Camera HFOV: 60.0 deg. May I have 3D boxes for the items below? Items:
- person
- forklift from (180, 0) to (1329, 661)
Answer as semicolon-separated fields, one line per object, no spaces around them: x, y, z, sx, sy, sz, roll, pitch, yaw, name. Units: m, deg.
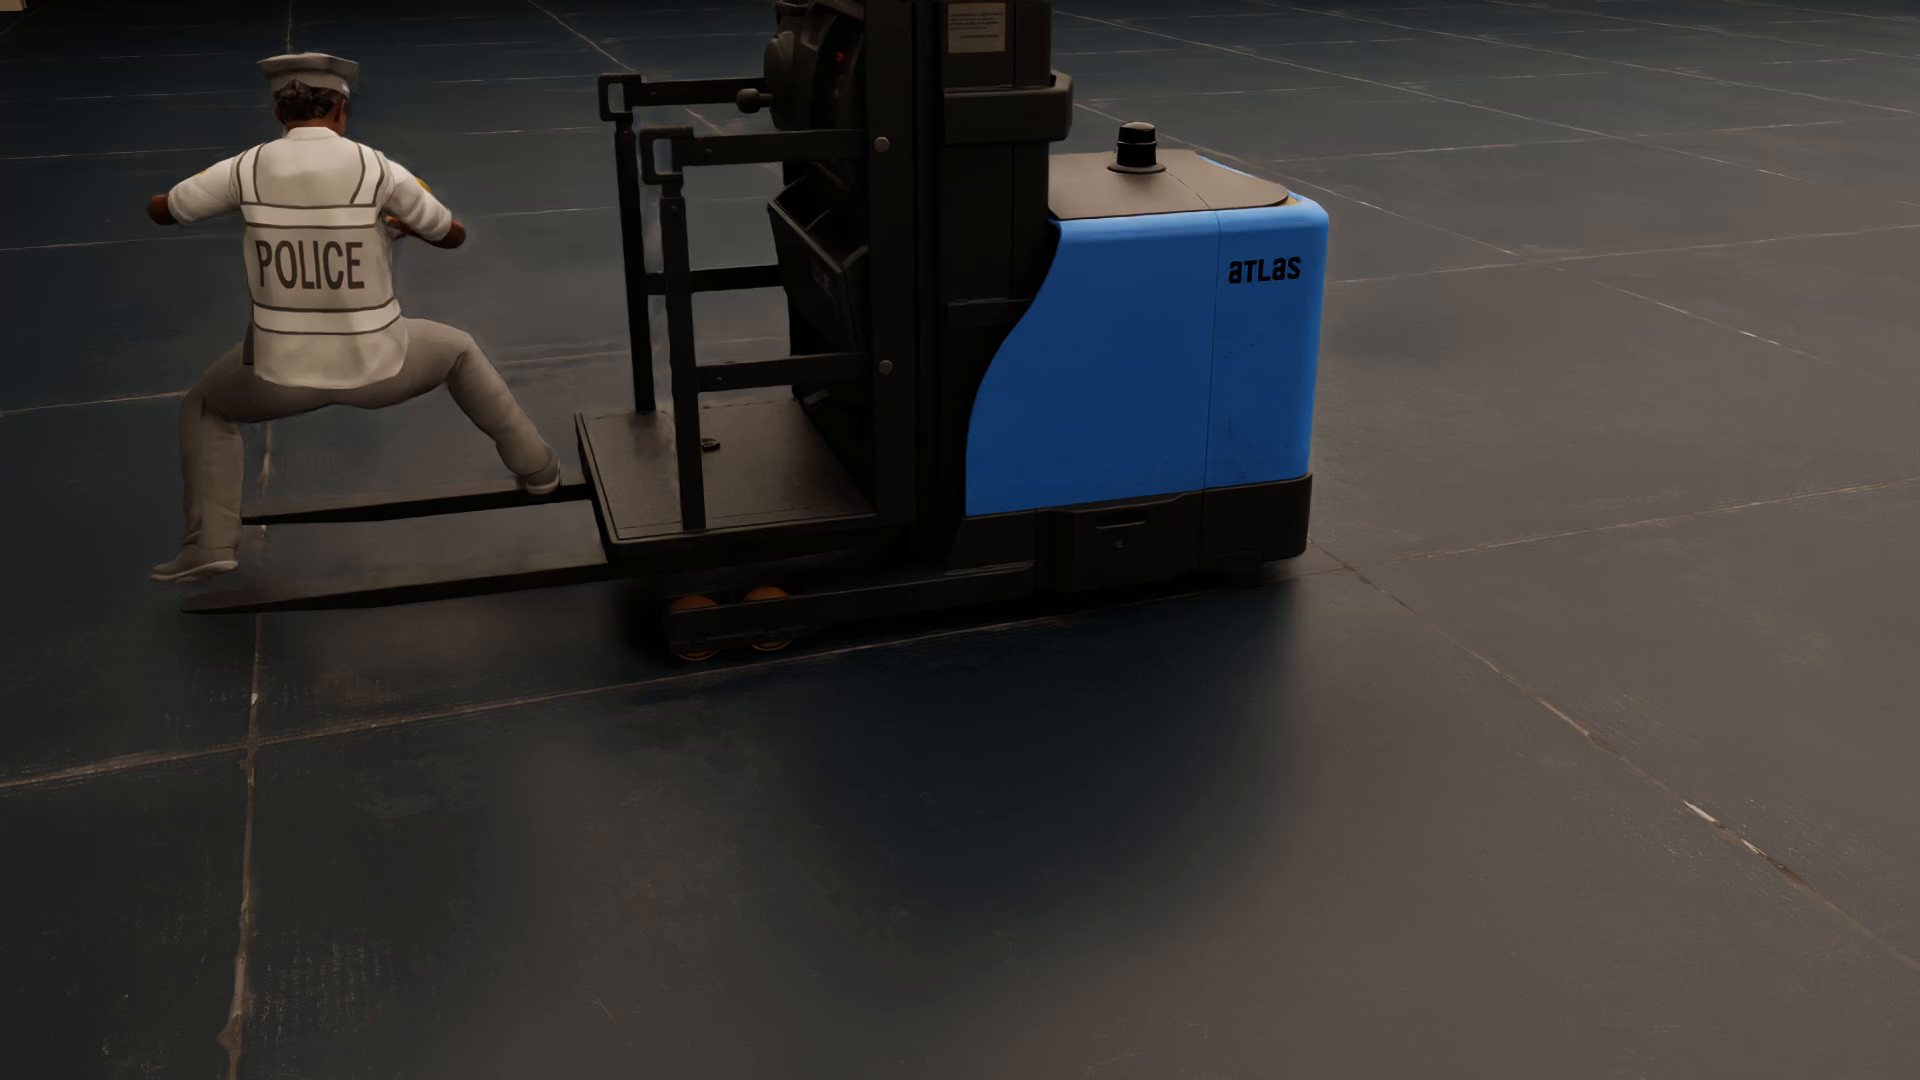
-1.694;-0.586;4.472;1.100;1.416;0.675;-4;23;-9;person
-0.567;-1.265;4.306;3.031;2.935;1.130;-7;24;-16;forklift
